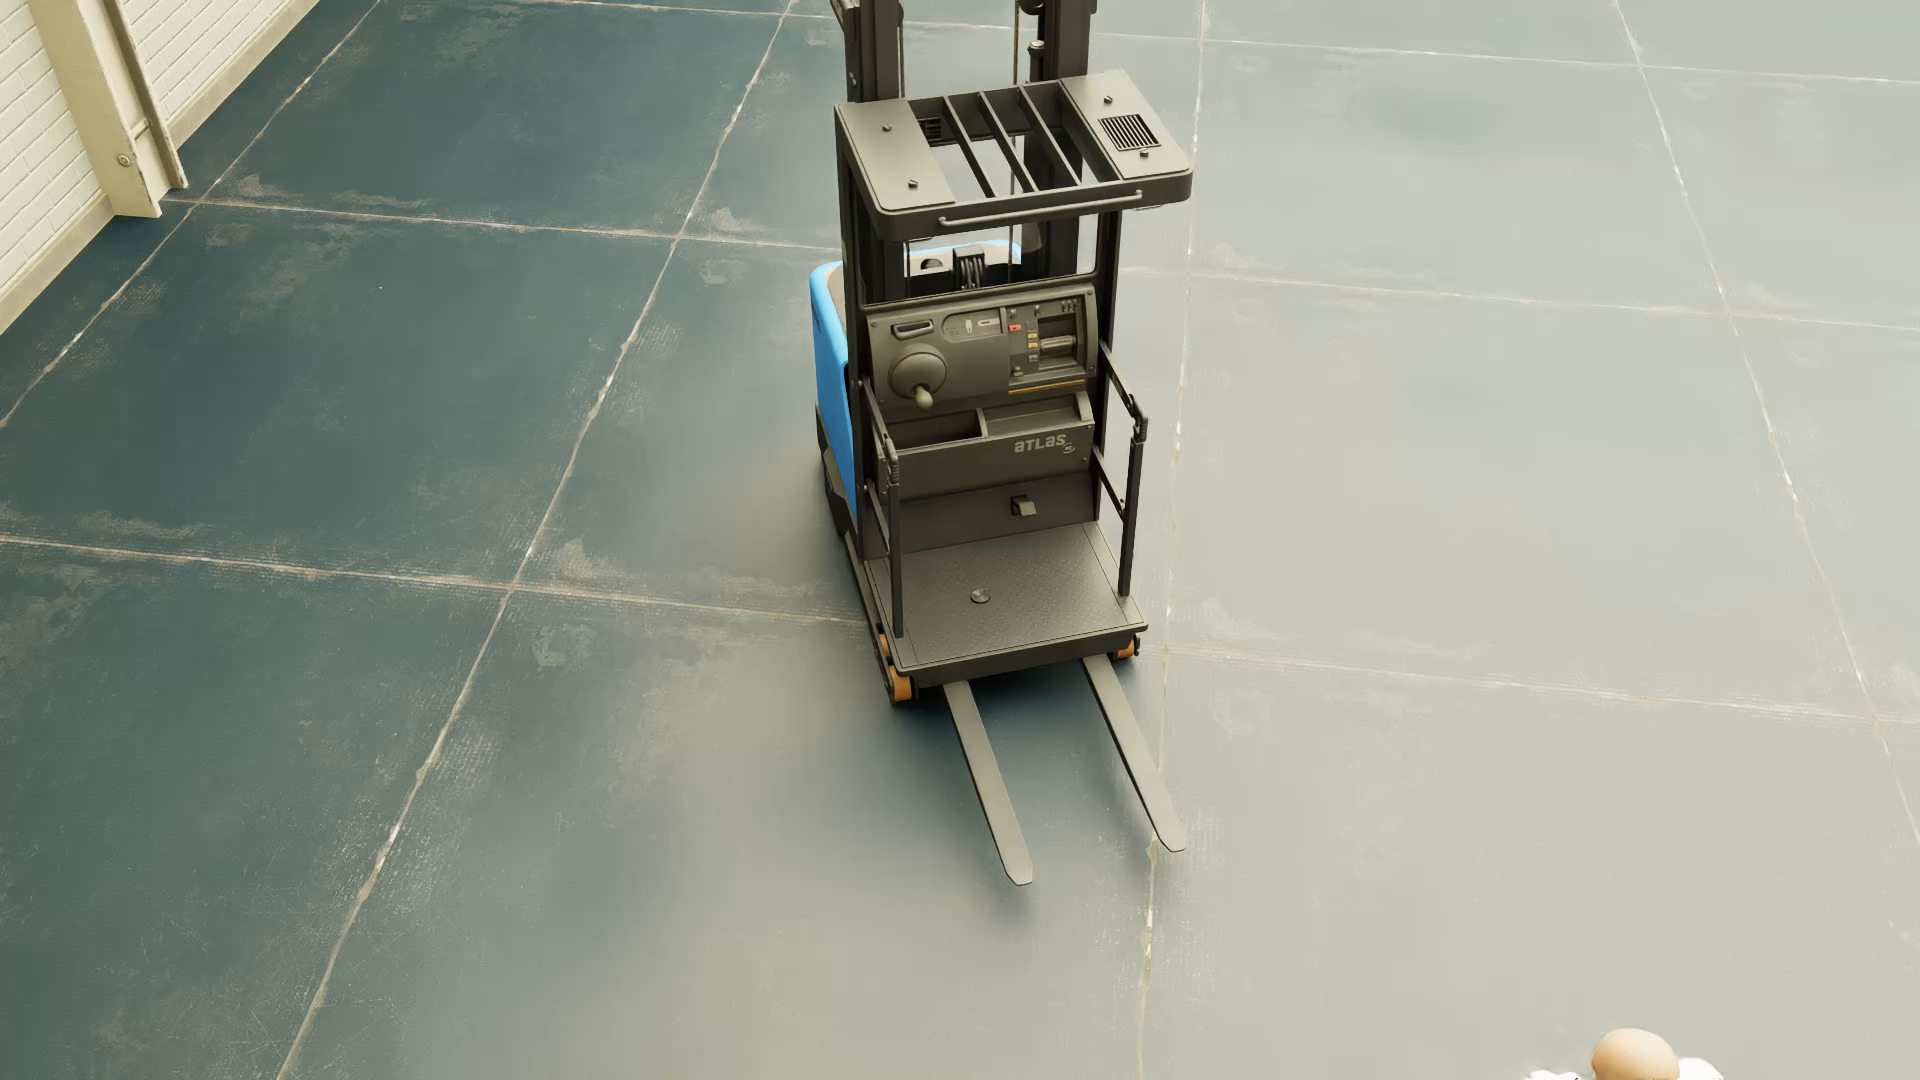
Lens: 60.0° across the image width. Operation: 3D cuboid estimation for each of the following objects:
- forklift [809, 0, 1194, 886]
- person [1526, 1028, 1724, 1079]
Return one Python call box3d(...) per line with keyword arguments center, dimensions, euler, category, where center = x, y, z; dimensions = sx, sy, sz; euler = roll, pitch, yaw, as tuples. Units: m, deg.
box3d(center=(0.153, -0.681, 6.465), dimensions=(1.130, 2.935, 3.031), euler=(-10, 44, -11), category="forklift")
box3d(center=(1.711, 1.825, 4.688), dimensions=(1.000, 1.608, 0.697), euler=(-26, 49, -26), category="person")
